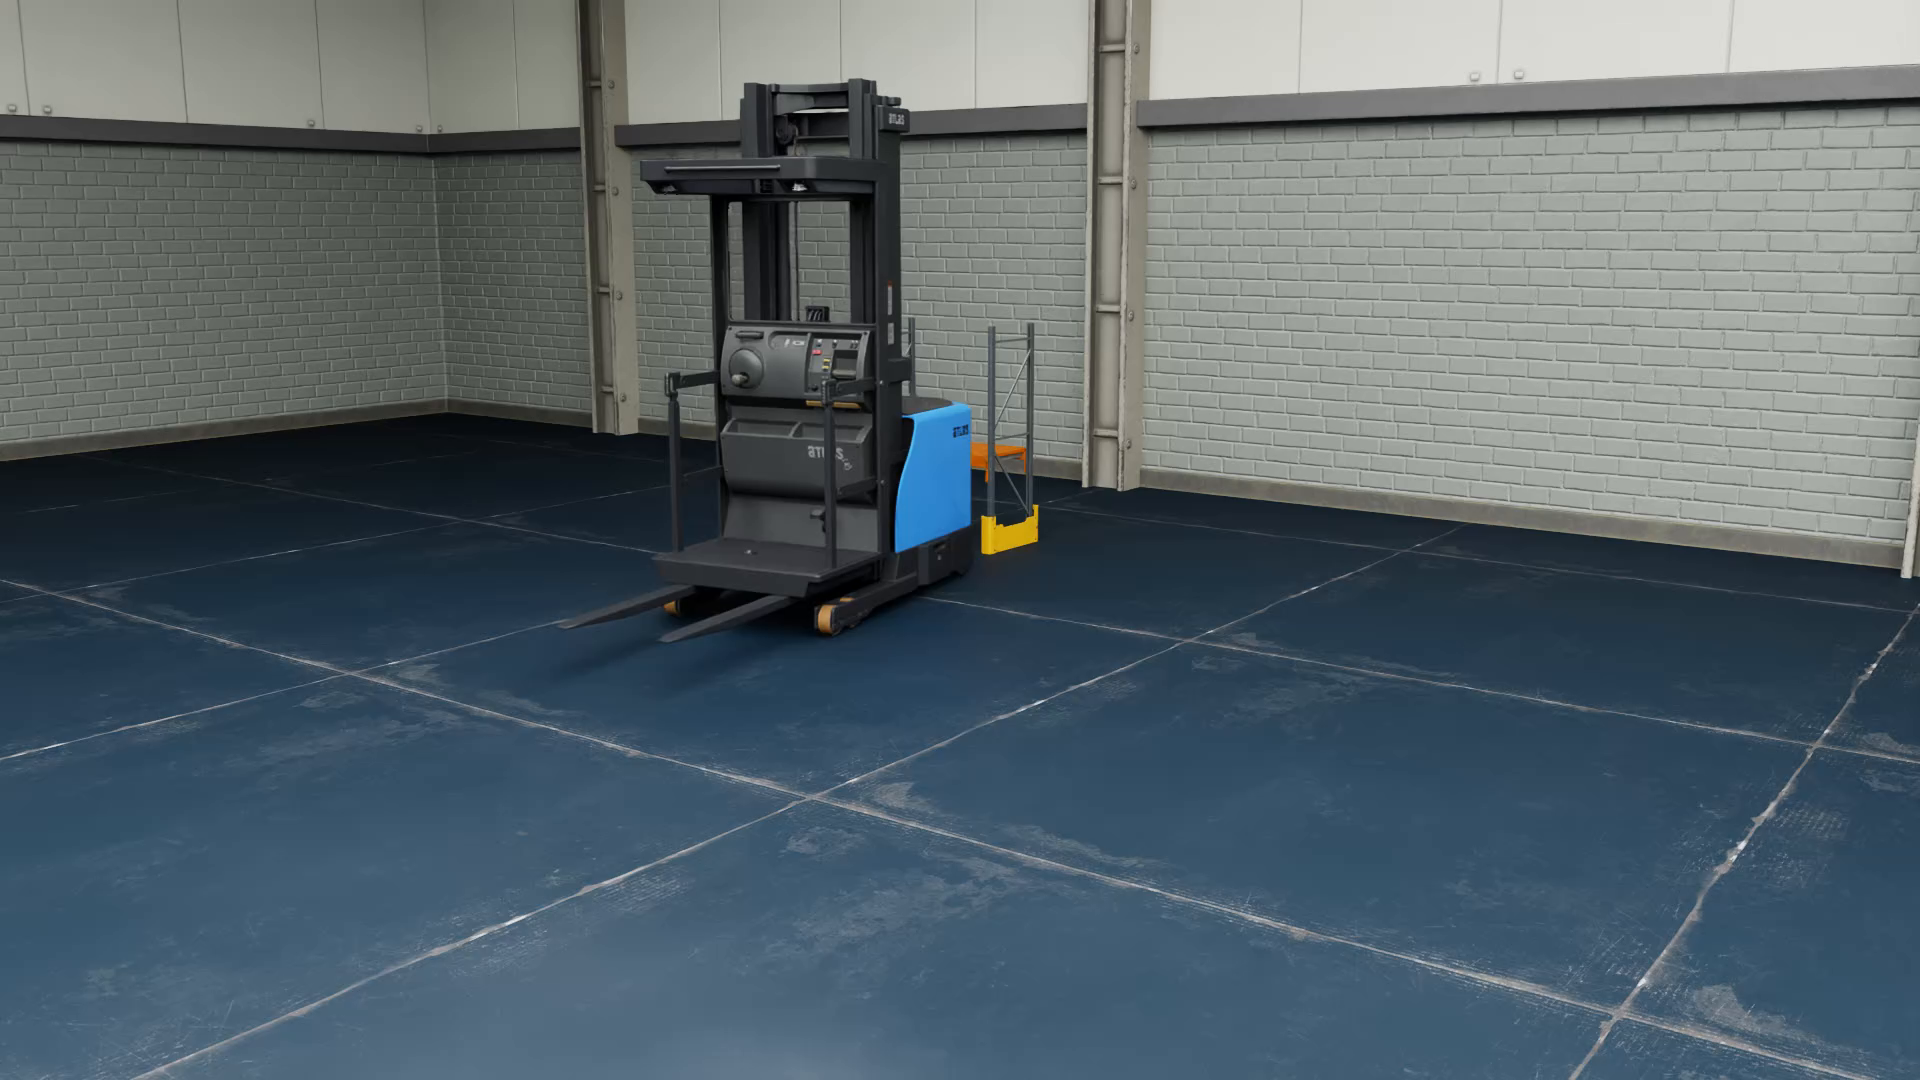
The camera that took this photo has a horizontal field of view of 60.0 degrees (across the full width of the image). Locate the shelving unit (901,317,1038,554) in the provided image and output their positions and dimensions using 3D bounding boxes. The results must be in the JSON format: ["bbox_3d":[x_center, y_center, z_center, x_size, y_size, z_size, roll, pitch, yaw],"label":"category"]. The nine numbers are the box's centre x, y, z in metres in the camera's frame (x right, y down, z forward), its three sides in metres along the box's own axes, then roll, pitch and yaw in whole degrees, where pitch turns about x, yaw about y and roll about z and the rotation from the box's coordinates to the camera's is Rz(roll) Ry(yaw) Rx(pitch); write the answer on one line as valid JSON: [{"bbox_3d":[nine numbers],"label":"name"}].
[{"bbox_3d":[-0.061,-0.745,11.432,1.083,1.500,0.587,8,13,36],"label":"shelving unit"}]

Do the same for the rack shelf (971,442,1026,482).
[{"bbox_3d":[-0.069,-0.569,11.471,1.000,0.185,0.538,8,13,36],"label":"rack shelf"}]

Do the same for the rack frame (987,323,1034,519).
[{"bbox_3d":[0.341,-0.689,11.141,0.032,1.500,0.500,8,13,36],"label":"rack frame"}]

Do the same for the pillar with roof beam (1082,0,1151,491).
[{"bbox_3d":[-1.288,-4.204,9.567,0.400,9.000,9.100,8,13,36],"label":"pillar with roof beam"}]

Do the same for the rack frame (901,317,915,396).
[{"bbox_3d":[-0.478,-0.803,11.732,0.032,1.500,0.500,8,13,36],"label":"rack frame"}]

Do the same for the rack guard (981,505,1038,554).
[{"bbox_3d":[0.340,-0.075,11.261,0.087,0.250,0.587,8,13,36],"label":"rack guard"}]

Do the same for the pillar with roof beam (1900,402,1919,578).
[{"bbox_3d":[3.548,-3.529,6.080,0.400,9.000,9.100,8,13,36],"label":"pillar with roof beam"}]

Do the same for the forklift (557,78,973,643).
[{"bbox_3d":[-1.016,-1.025,9.110,1.130,2.935,3.031,5,12,25],"label":"forklift"}]

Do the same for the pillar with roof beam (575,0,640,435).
[{"bbox_3d":[-6.124,-4.878,13.054,0.400,9.000,9.100,8,13,36],"label":"pillar with roof beam"}]
